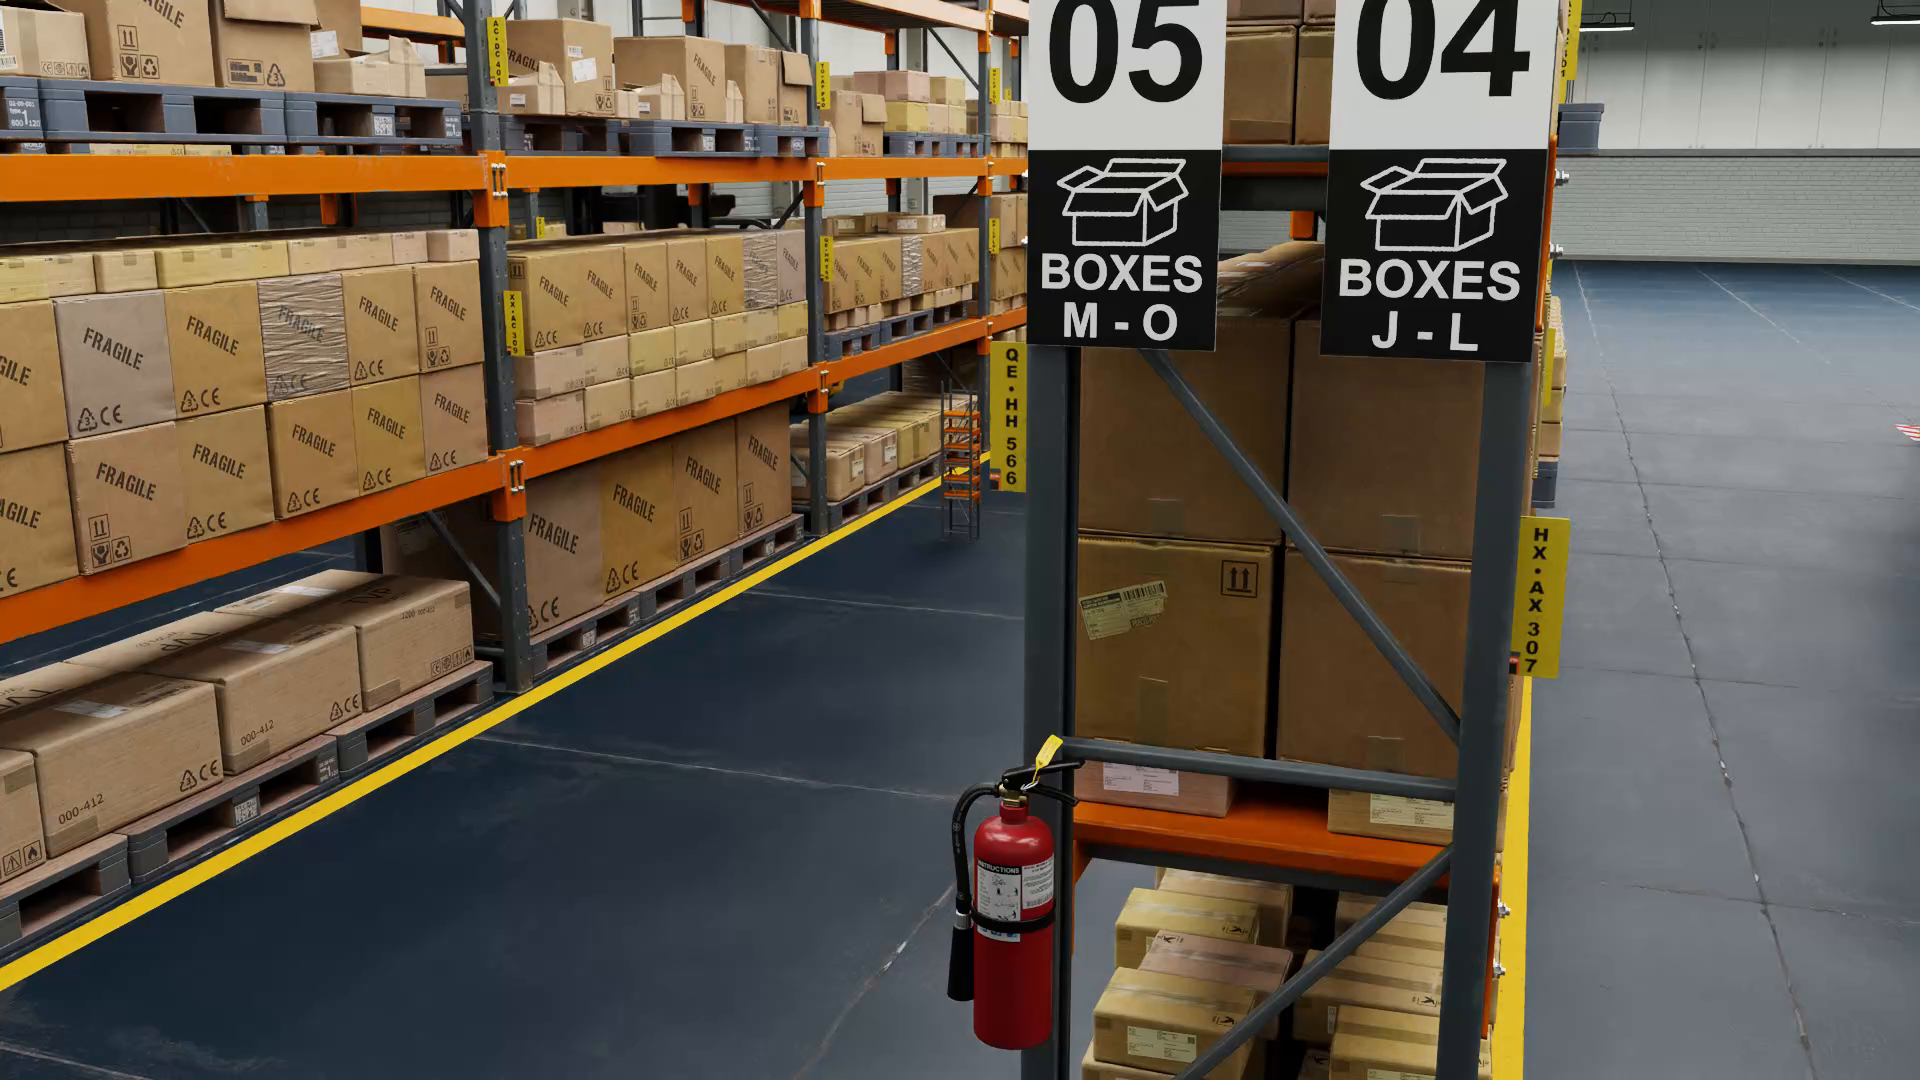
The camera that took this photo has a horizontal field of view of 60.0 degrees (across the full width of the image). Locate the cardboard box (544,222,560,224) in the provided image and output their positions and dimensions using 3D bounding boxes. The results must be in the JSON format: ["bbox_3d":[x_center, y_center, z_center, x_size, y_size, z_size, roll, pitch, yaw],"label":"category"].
[{"bbox_3d":[-4.765,-3.536,18.890,0.380,0.149,0.250,4,13,17],"label":"cardboard box"}]

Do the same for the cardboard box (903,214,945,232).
[{"bbox_3d":[-0.349,-2.819,14.804,0.380,0.149,0.250,4,13,17],"label":"cardboard box"}]

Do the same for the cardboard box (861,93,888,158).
[{"bbox_3d":[-1.030,-3.358,13.485,0.797,0.503,0.637,4,14,18],"label":"cardboard box"}]

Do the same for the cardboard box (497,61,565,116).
[{"bbox_3d":[-2.298,-2.361,8.710,0.396,0.266,0.258,4,14,18],"label":"cardboard box"}]

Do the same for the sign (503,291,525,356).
[{"bbox_3d":[-2.265,-1.100,8.445,0.100,0.325,0.005,4,14,18],"label":"sign"}]

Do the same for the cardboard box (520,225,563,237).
[{"bbox_3d":[-4.534,-3.339,18.026,0.380,0.149,0.250,5,14,19],"label":"cardboard box"}]

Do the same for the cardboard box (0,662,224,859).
[{"bbox_3d":[-3.678,0.868,6.760,0.875,0.438,0.875,5,14,20],"label":"cardboard box"}]

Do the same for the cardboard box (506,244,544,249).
[{"bbox_3d":[-2.723,-1.437,9.573,0.500,0.500,0.500,5,14,20],"label":"cardboard box"}]

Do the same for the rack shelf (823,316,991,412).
[{"bbox_3d":[-0.849,-1.592,14.339,1.077,0.370,4.000,4,14,18],"label":"rack shelf"}]

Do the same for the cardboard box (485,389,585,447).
[{"bbox_3d":[-2.399,-0.680,9.063,0.500,0.250,0.500,4,13,17],"label":"cardboard box"}]

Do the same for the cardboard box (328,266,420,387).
[{"bbox_3d":[-2.854,-0.990,7.614,0.500,0.500,0.500,4,13,18],"label":"cardboard box"}]

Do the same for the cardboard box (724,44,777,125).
[{"bbox_3d":[-1.637,-3.015,11.049,0.700,0.500,0.500,4,13,16],"label":"cardboard box"}]

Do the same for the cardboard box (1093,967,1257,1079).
[{"bbox_3d":[0.563,1.263,4.338,0.380,0.149,0.250,5,14,19],"label":"cardboard box"}]

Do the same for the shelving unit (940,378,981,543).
[{"bbox_3d":[0.005,-0.588,12.368,0.258,1.200,0.189,4,14,18],"label":"shelving unit"}]

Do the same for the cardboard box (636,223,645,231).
[{"bbox_3d":[-3.840,-3.706,19.634,0.380,0.149,0.250,5,14,20],"label":"cardboard box"}]

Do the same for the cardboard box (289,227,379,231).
[{"bbox_3d":[-3.138,-1.484,8.320,0.380,0.149,0.250,4,13,18],"label":"cardboard box"}]

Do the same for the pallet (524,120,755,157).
[{"bbox_3d":[-2.014,-2.517,10.458,1.003,0.211,1.213,5,14,21],"label":"pallet"}]

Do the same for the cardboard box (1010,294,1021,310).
[{"bbox_3d":[0.406,-2.449,17.042,0.380,0.149,0.250,5,14,20],"label":"cardboard box"}]

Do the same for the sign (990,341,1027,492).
[{"bbox_3d":[0.113,-0.265,3.595,0.100,0.325,0.005,4,14,18],"label":"sign"}]

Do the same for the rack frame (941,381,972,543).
[{"bbox_3d":[-0.025,-0.569,12.283,0.240,1.200,0.006,4,14,18],"label":"rack frame"}]

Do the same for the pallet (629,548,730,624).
[{"bbox_3d":[-2.219,0.254,10.899,1.003,0.211,1.213,4,14,18],"label":"pallet"}]

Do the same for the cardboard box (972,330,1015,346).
[{"bbox_3d":[0.341,-2.037,16.763,0.380,0.149,0.250,5,14,19],"label":"cardboard box"}]

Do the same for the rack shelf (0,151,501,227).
[{"bbox_3d":[-3.438,-1.370,6.625,1.077,0.370,4.000,4,14,18],"label":"rack shelf"}]

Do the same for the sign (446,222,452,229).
[{"bbox_3d":[-5.426,-3.221,17.735,0.100,0.325,0.005,4,14,18],"label":"sign"}]

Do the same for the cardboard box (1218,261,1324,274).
[{"bbox_3d":[1.036,-0.626,5.350,0.500,0.500,0.500,4,13,16],"label":"cardboard box"}]

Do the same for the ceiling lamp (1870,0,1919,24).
[{"bbox_3d":[21.939,-13.372,37.735,2.000,3.185,0.800,4,14,18],"label":"ceiling lamp"}]

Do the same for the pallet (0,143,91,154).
[{"bbox_3d":[-6.878,-2.758,11.511,1.213,0.211,1.003,4,14,18],"label":"pallet"}]

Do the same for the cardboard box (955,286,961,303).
[{"bbox_3d":[-0.210,-2.264,15.286,0.380,0.149,0.250,4,13,17],"label":"cardboard box"}]

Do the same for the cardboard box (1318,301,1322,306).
[{"bbox_3d":[1.185,-0.365,4.208,0.500,0.500,0.500,5,14,20],"label":"cardboard box"}]

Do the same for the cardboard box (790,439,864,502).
[{"bbox_3d":[-1.304,-0.564,13.178,0.950,0.372,0.625,3,13,15],"label":"cardboard box"}]

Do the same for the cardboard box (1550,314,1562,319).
[{"bbox_3d":[3.075,-1.151,9.072,0.380,0.149,0.250,5,14,21],"label":"cardboard box"}]

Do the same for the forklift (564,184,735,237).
[{"bbox_3d":[-2.563,-1.879,14.134,1.130,2.935,3.031,5,14,19],"label":"forklift"}]

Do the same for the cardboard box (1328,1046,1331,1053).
[{"bbox_3d":[1.186,1.393,4.440,0.380,0.149,0.250,4,14,18],"label":"cardboard box"}]

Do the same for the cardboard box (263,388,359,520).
[{"bbox_3d":[-3.009,-0.397,7.260,0.500,0.500,0.500,4,13,18],"label":"cardboard box"}]

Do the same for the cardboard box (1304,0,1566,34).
[{"bbox_3d":[1.023,-1.211,3.525,0.500,0.250,0.500,5,14,19],"label":"cardboard box"}]

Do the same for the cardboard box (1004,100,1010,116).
[{"bbox_3d":[0.265,-4.192,16.146,0.380,0.149,0.250,5,14,20],"label":"cardboard box"}]

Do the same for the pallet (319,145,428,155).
[{"bbox_3d":[-5.700,-3.634,15.350,1.003,0.211,1.213,5,14,21],"label":"pallet"}]

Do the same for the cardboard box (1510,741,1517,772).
[{"bbox_3d":[1.227,0.466,4.268,0.380,0.149,0.250,4,13,17],"label":"cardboard box"}]

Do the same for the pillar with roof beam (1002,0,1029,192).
[{"bbox_3d":[5.213,-9.886,35.577,9.100,9.000,0.548,4,14,18],"label":"pillar with roof beam"}]

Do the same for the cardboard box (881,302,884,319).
[{"bbox_3d":[-0.847,-1.883,13.619,0.380,0.149,0.250,5,14,22],"label":"cardboard box"}]

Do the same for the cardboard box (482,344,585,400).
[{"bbox_3d":[-2.381,-0.922,9.002,0.500,0.250,0.500,4,13,17],"label":"cardboard box"}]

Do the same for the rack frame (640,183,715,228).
[{"bbox_3d":[-3.606,-3.563,21.356,1.000,3.000,0.127,4,14,18],"label":"rack frame"}]

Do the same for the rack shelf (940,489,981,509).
[{"bbox_3d":[0.005,-0.311,12.431,0.258,0.103,0.180,4,14,18],"label":"rack shelf"}]

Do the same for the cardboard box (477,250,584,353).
[{"bbox_3d":[-2.376,-1.288,8.917,0.500,0.500,0.500,5,14,19],"label":"cardboard box"}]

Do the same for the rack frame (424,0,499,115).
[{"bbox_3d":[-2.791,-3.604,8.056,1.000,3.000,0.127,4,14,18],"label":"rack frame"}]

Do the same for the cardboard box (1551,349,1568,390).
[{"bbox_3d":[2.488,-0.766,7.389,0.380,0.149,0.250,5,14,21],"label":"cardboard box"}]

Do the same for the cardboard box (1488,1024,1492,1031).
[{"bbox_3d":[1.372,1.436,4.918,0.380,0.149,0.250,5,14,19],"label":"cardboard box"}]

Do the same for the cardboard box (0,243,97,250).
[{"bbox_3d":[-3.695,-1.106,6.664,0.380,0.149,0.250,5,14,20],"label":"cardboard box"}]

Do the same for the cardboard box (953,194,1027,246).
[{"bbox_3d":[0.331,-3.228,16.750,0.700,0.500,0.500,4,14,19],"label":"cardboard box"}]

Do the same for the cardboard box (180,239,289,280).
[{"bbox_3d":[-3.063,-1.180,6.985,0.380,0.149,0.250,4,13,17],"label":"cardboard box"}]

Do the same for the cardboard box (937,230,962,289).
[{"bbox_3d":[-0.294,-2.544,15.057,0.500,0.500,0.500,4,14,19],"label":"cardboard box"}]

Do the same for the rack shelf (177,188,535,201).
[{"bbox_3d":[-5.547,-3.411,15.567,1.077,0.370,4.000,4,14,18],"label":"rack shelf"}]

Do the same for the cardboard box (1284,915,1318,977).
[{"bbox_3d":[0.883,1.248,5.075,0.380,0.149,0.250,4,14,18],"label":"cardboard box"}]

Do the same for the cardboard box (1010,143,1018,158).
[{"bbox_3d":[0.363,-3.913,16.714,0.380,0.149,0.250,5,14,20],"label":"cardboard box"}]
